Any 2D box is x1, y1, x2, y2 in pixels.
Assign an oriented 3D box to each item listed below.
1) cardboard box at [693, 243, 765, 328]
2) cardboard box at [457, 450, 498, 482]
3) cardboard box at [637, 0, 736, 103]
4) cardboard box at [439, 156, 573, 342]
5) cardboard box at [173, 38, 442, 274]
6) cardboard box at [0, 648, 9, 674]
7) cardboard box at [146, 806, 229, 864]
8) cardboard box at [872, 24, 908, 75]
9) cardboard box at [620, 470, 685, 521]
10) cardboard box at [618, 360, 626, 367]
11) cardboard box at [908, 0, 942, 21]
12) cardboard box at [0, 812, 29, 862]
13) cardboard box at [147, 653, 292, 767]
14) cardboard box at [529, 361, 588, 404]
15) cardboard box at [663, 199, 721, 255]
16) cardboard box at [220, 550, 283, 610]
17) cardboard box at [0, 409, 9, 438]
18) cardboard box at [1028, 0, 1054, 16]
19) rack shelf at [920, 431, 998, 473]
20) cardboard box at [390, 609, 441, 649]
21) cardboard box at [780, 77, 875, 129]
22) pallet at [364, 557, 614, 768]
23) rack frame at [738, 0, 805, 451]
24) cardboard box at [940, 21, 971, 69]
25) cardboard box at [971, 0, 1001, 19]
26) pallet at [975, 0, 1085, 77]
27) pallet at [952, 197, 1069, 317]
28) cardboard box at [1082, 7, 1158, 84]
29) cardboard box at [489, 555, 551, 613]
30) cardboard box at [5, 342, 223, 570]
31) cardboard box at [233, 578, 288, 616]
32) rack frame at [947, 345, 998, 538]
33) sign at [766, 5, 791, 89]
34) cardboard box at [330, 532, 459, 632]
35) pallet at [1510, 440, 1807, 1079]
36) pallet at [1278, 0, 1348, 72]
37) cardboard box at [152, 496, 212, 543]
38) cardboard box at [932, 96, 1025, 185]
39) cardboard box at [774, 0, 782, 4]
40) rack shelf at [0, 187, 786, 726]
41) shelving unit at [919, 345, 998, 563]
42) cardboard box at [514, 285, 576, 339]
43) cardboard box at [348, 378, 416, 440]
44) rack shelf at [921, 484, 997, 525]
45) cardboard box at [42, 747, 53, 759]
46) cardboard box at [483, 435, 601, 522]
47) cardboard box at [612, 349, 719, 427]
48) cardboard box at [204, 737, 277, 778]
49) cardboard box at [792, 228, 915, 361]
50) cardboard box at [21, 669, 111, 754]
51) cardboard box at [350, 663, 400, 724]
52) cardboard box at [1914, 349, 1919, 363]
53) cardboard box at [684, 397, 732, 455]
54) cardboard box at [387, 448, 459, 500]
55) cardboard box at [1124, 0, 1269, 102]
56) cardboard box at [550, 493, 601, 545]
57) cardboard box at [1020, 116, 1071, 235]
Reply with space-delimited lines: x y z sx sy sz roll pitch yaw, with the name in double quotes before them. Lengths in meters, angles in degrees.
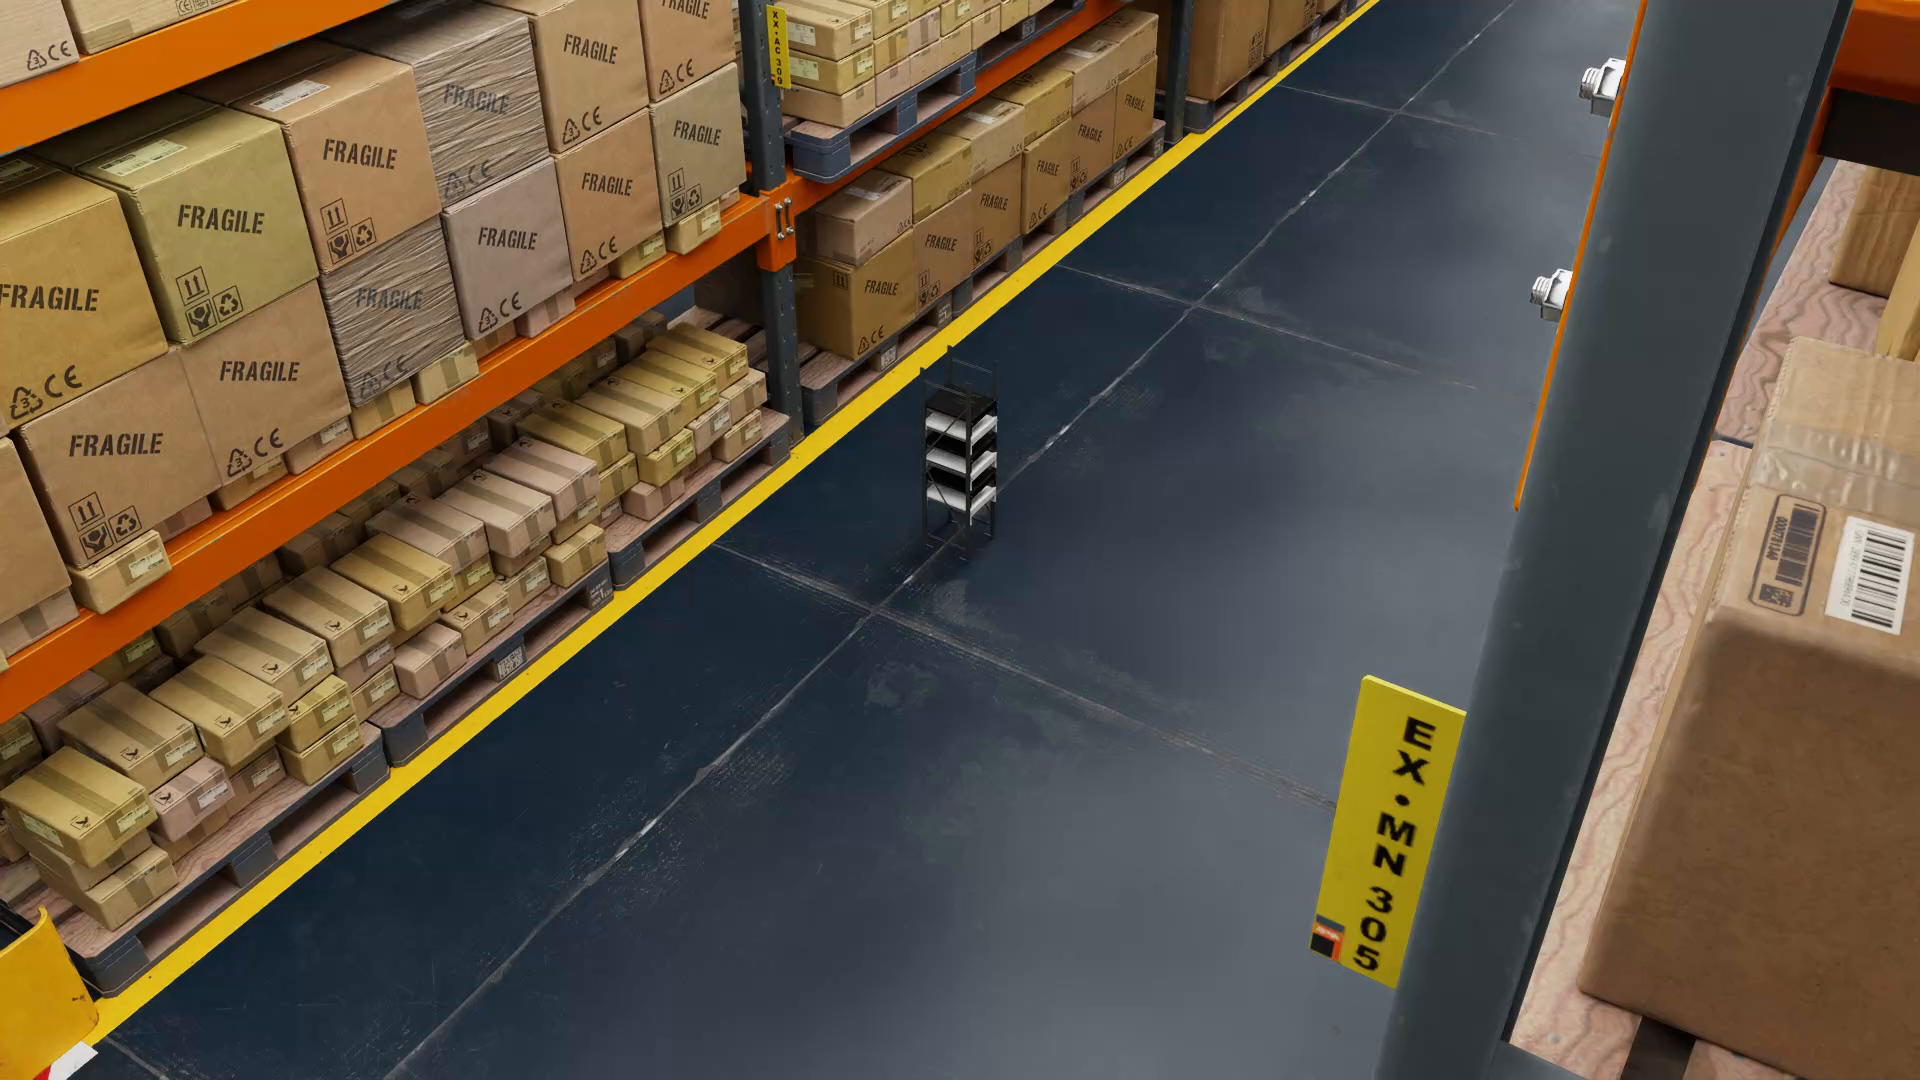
"cardboard box" -1.005 -1.436 8.360 0.500 0.500 0.500 20 42 24
"cardboard box" -2.127 -0.299 6.929 0.380 0.149 0.250 23 43 27
"cardboard box" -1.212 -2.018 6.267 0.500 0.500 0.500 20 42 24
"cardboard box" -1.756 -1.088 5.879 0.500 0.500 0.500 21 42 25
"cardboard box" -2.034 -1.219 5.230 0.500 0.500 0.500 20 42 24
"cardboard box" -2.881 0.306 4.602 0.380 0.149 0.250 21 42 25
"cardboard box" -2.709 0.902 5.614 0.380 0.149 0.250 21 42 25
"cardboard box" -0.452 -2.167 7.223 0.380 0.149 0.250 20 42 24
"cardboard box" -1.408 -0.256 7.116 0.380 0.149 0.250 20 42 24
"cardboard box" -1.653 -0.869 7.667 0.380 0.149 0.250 23 43 27
"cardboard box" -0.305 -2.428 7.317 0.380 0.149 0.250 22 43 25
"cardboard box" -3.225 0.889 5.630 0.380 0.149 0.250 22 43 26
"cardboard box" -2.474 0.565 5.564 0.380 0.149 0.250 21 42 25
"cardboard box" -1.839 -0.690 7.192 0.380 0.149 0.250 21 42 25
"cardboard box" -1.190 -1.304 6.691 0.380 0.149 0.250 20 42 24
"cardboard box" -2.758 0.082 6.190 0.380 0.149 0.250 23 43 27
"cardboard box" -2.867 -0.432 4.209 0.500 0.500 0.500 21 42 25
"cardboard box" 0.244 -2.719 8.182 0.380 0.149 0.250 19 42 23
"rack shelf" -0.004 -0.397 6.935 0.258 0.077 0.200 21 42 25
"cardboard box" -2.182 0.229 6.243 0.380 0.149 0.250 23 43 27
"cardboard box" -0.589 -1.915 7.139 0.380 0.149 0.250 19 42 23
"pallet" -2.171 0.298 6.691 1.003 0.211 1.213 21 42 25
"rack frame" -1.188 -1.796 7.123 1.000 3.000 0.127 21 42 25
"cardboard box" -0.173 -2.317 7.660 0.380 0.149 0.250 22 43 26
"cardboard box" -0.032 -2.575 7.751 0.380 0.149 0.250 23 43 27
"pallet" -0.071 -2.748 8.515 1.003 0.211 1.213 21 42 25
"pallet" -0.120 -1.725 9.314 1.003 0.211 1.213 21 42 25
"cardboard box" 0.810 -2.893 9.635 0.500 0.250 0.500 20 42 24
"cardboard box" -1.862 0.127 6.620 0.380 0.149 0.250 22 43 26
"cardboard box" -2.592 -0.316 4.878 0.500 0.500 0.500 21 42 25
"cardboard box" -2.746 0.206 6.273 0.380 0.149 0.250 22 43 26
"rack frame" 0.050 -0.405 7.038 0.240 0.900 0.006 21 42 25
"sign" -0.726 -1.965 6.633 0.100 0.325 0.005 21 42 25
"cardboard box" -2.075 0.149 6.103 0.380 0.149 0.250 22 43 26
"pallet" 1.191 0.402 1.887 1.003 0.211 1.213 21 42 25
"pallet" 2.095 -3.762 11.957 1.003 0.211 1.213 21 42 25
"cardboard box" -2.567 -0.138 5.179 0.380 0.149 0.250 23 43 27
"cardboard box" -0.009 -2.101 8.607 0.500 0.250 0.500 23 43 27
"cardboard box" -1.002 -2.386 7.507 0.380 0.149 0.250 21 43 25
"rack shelf" -2.260 -0.480 6.005 1.077 0.370 4.000 21 42 25
"shelving unit" -0.004 -0.352 6.970 0.258 0.900 0.210 21 42 25
"cardboard box" -1.663 -0.911 6.181 0.380 0.149 0.250 19 42 23
"cardboard box" -2.088 -0.515 5.667 0.380 0.149 0.250 23 43 27
"rack shelf" -0.004 -0.183 7.100 0.258 0.077 0.200 21 42 25
"cardboard box" -3.104 0.629 5.725 0.380 0.149 0.250 20 42 24
"cardboard box" -1.662 -0.247 6.617 0.380 0.149 0.250 19 42 23
"cardboard box" -1.263 -0.655 7.147 0.380 0.149 0.250 22 43 26
"cardboard box" -2.583 0.647 5.701 0.380 0.149 0.250 22 43 26
"cardboard box" -0.568 -1.266 8.139 0.500 0.500 0.500 23 43 27
"cardboard box" -3.079 0.527 5.614 0.380 0.149 0.250 22 43 26
"cardboard box" -2.296 0.513 6.119 0.380 0.149 0.250 21 42 25
"cardboard box" 1.439 -0.029 1.866 0.700 0.500 0.500 20 42 24
"cardboard box" -1.223 -0.541 7.242 0.380 0.149 0.250 19 42 23
"cardboard box" -2.241 -0.276 6.655 0.380 0.149 0.250 19 42 23
"cardboard box" 1.357 -3.418 10.725 1.050 0.750 0.750 21 42 25
"cardboard box" -1.689 -0.162 6.751 0.380 0.149 0.250 22 43 26
"cardboard box" 0.272 -2.065 9.175 0.500 0.500 0.500 19 42 23
